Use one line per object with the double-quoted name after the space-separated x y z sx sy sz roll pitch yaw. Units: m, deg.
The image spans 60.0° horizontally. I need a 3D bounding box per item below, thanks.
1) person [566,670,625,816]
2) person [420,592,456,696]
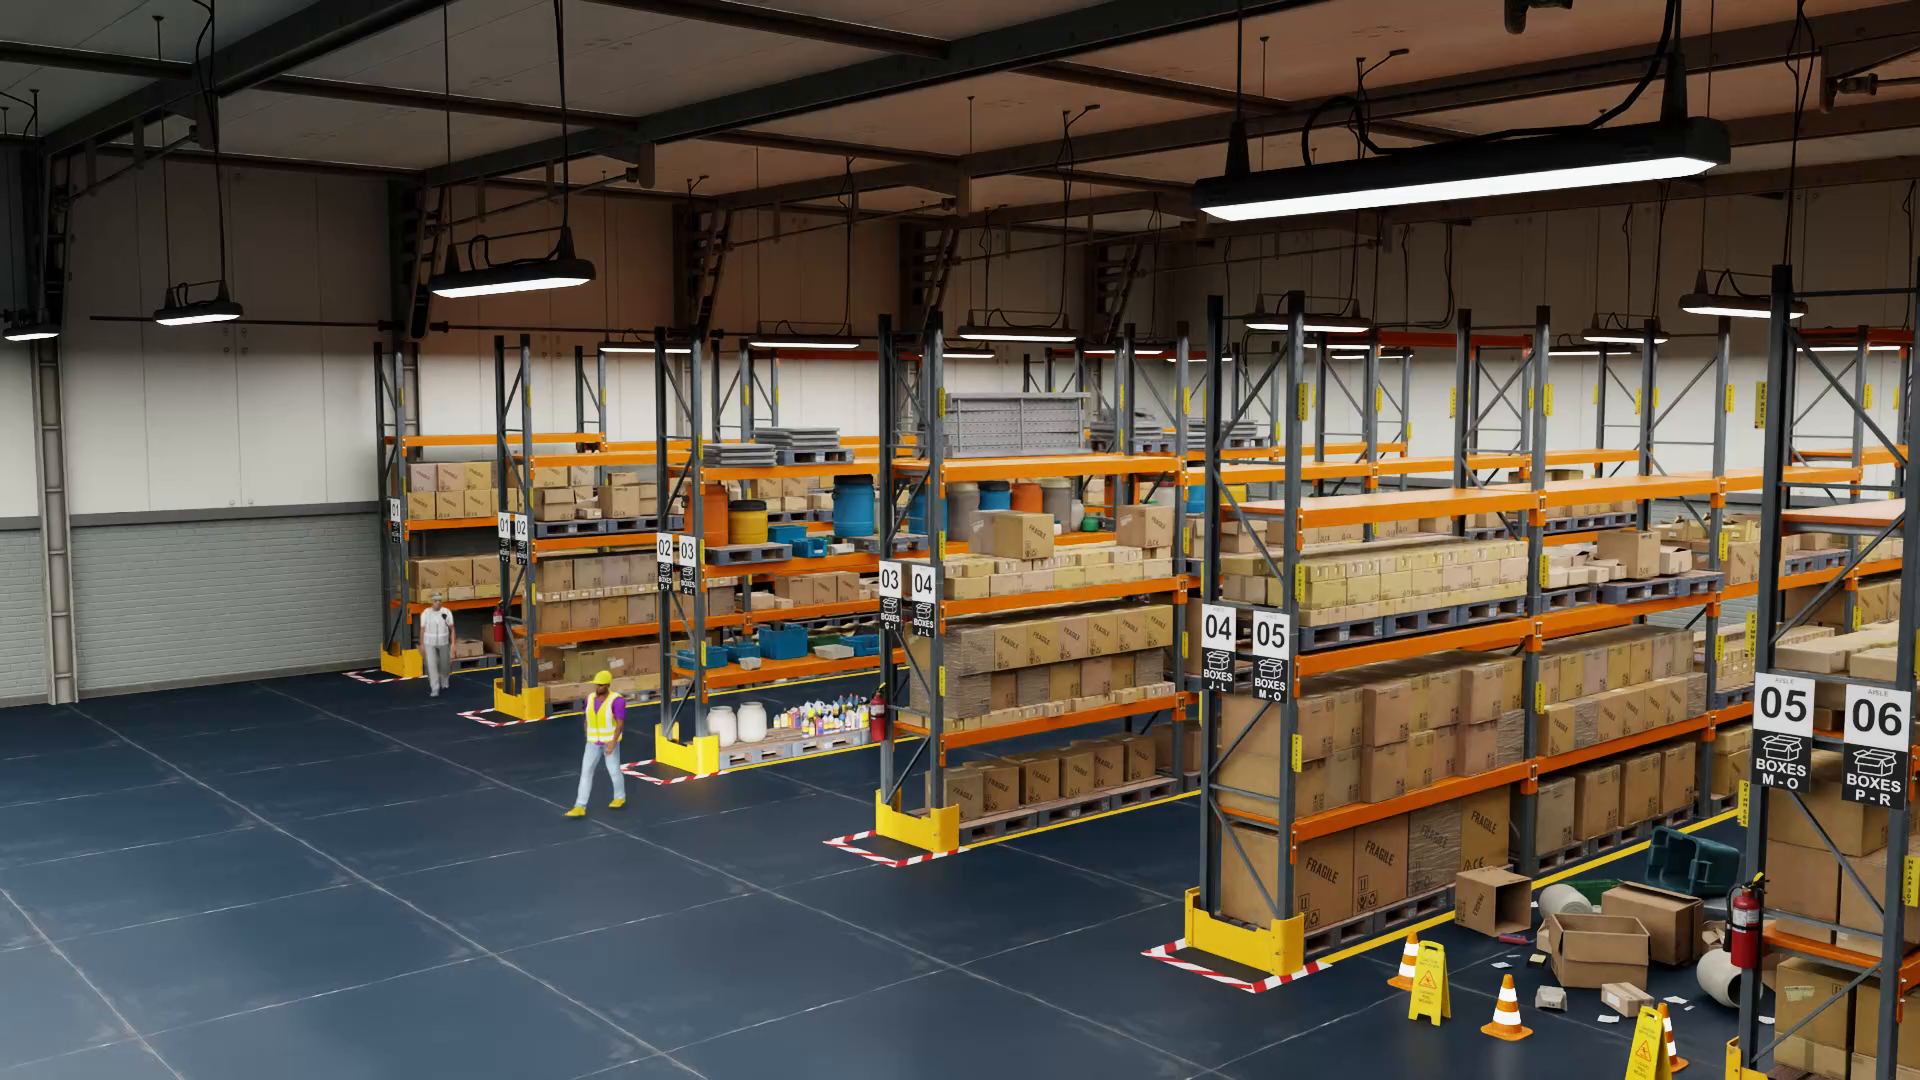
-4.359 2.450 20.168 0.587 1.725 0.929 1 5 13 "person"
-8.832 1.730 28.109 0.588 1.736 0.969 -1 5 -15 "person"
